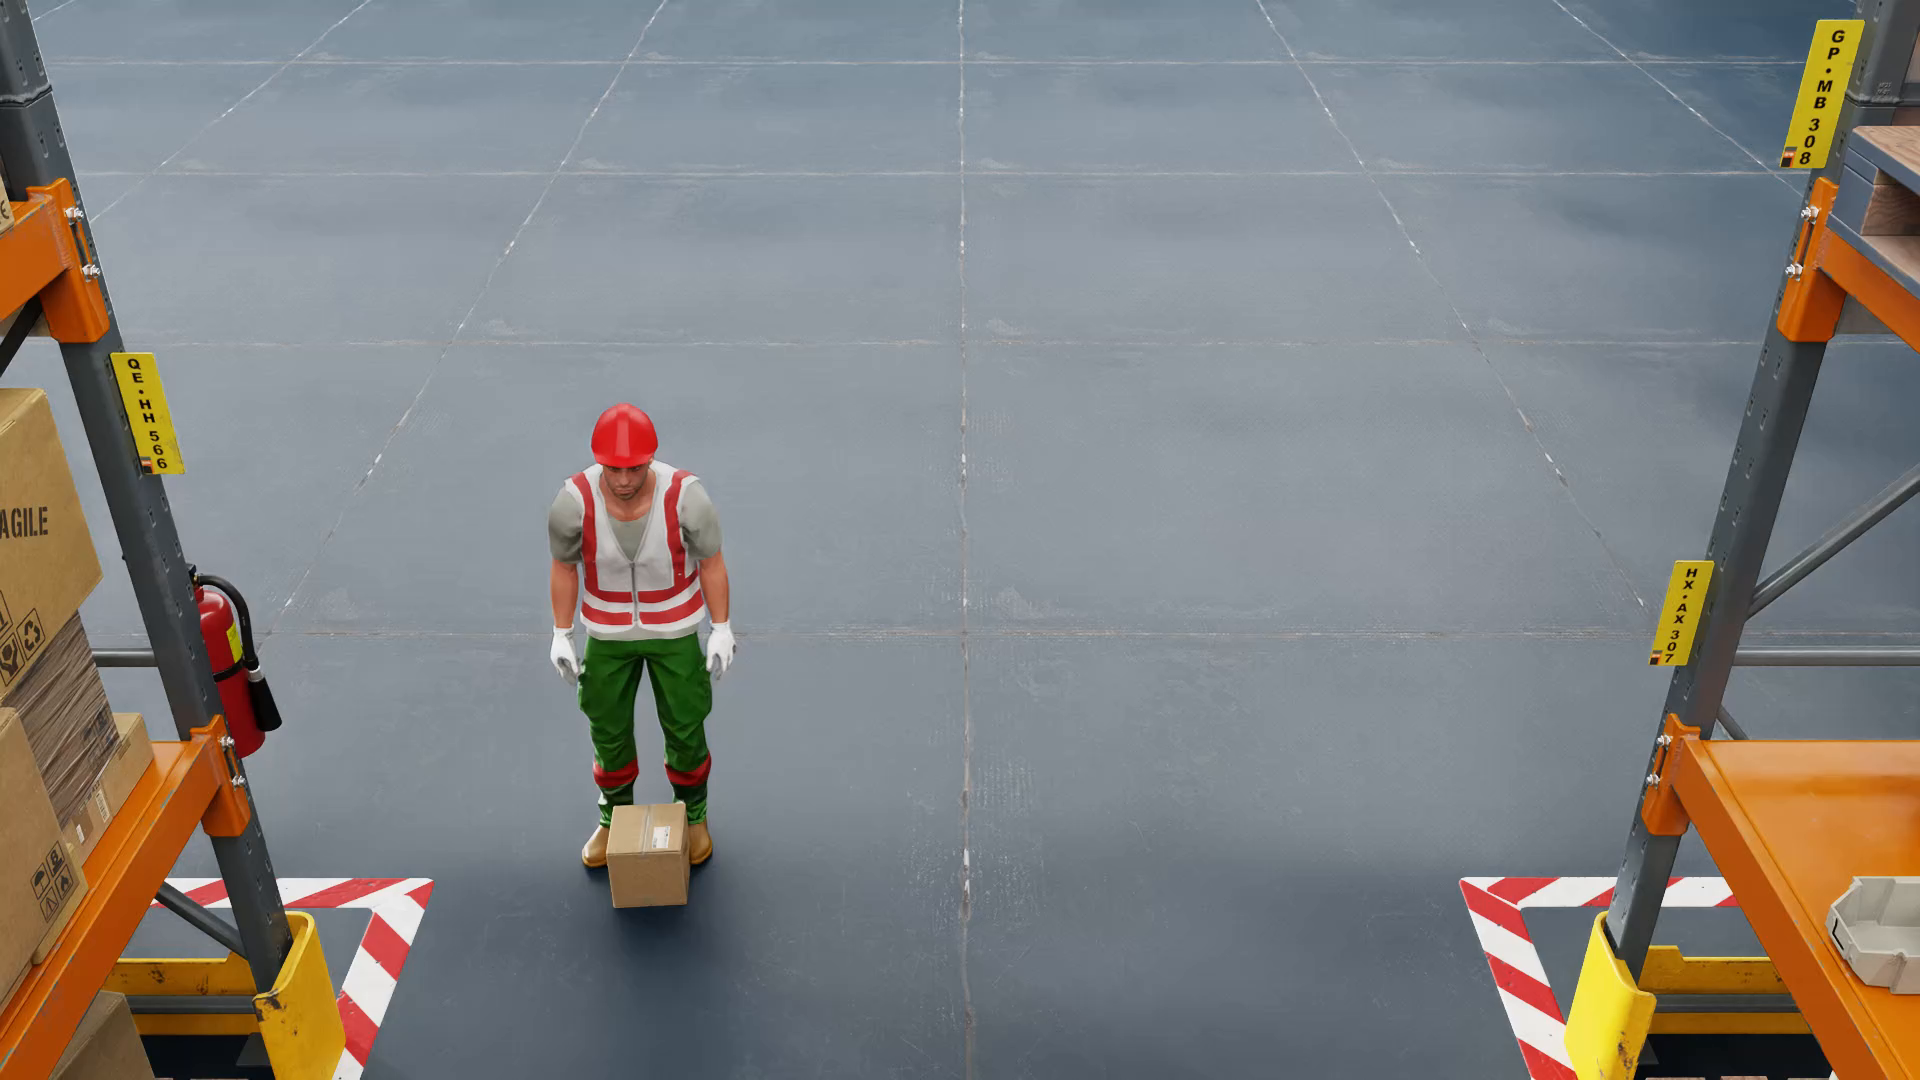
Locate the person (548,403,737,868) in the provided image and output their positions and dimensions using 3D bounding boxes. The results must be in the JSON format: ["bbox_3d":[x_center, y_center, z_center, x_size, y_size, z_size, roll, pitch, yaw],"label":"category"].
[{"bbox_3d":[-1.063,0.327,5.581,0.618,1.779,0.451,-2,31,-3],"label":"person"}]
